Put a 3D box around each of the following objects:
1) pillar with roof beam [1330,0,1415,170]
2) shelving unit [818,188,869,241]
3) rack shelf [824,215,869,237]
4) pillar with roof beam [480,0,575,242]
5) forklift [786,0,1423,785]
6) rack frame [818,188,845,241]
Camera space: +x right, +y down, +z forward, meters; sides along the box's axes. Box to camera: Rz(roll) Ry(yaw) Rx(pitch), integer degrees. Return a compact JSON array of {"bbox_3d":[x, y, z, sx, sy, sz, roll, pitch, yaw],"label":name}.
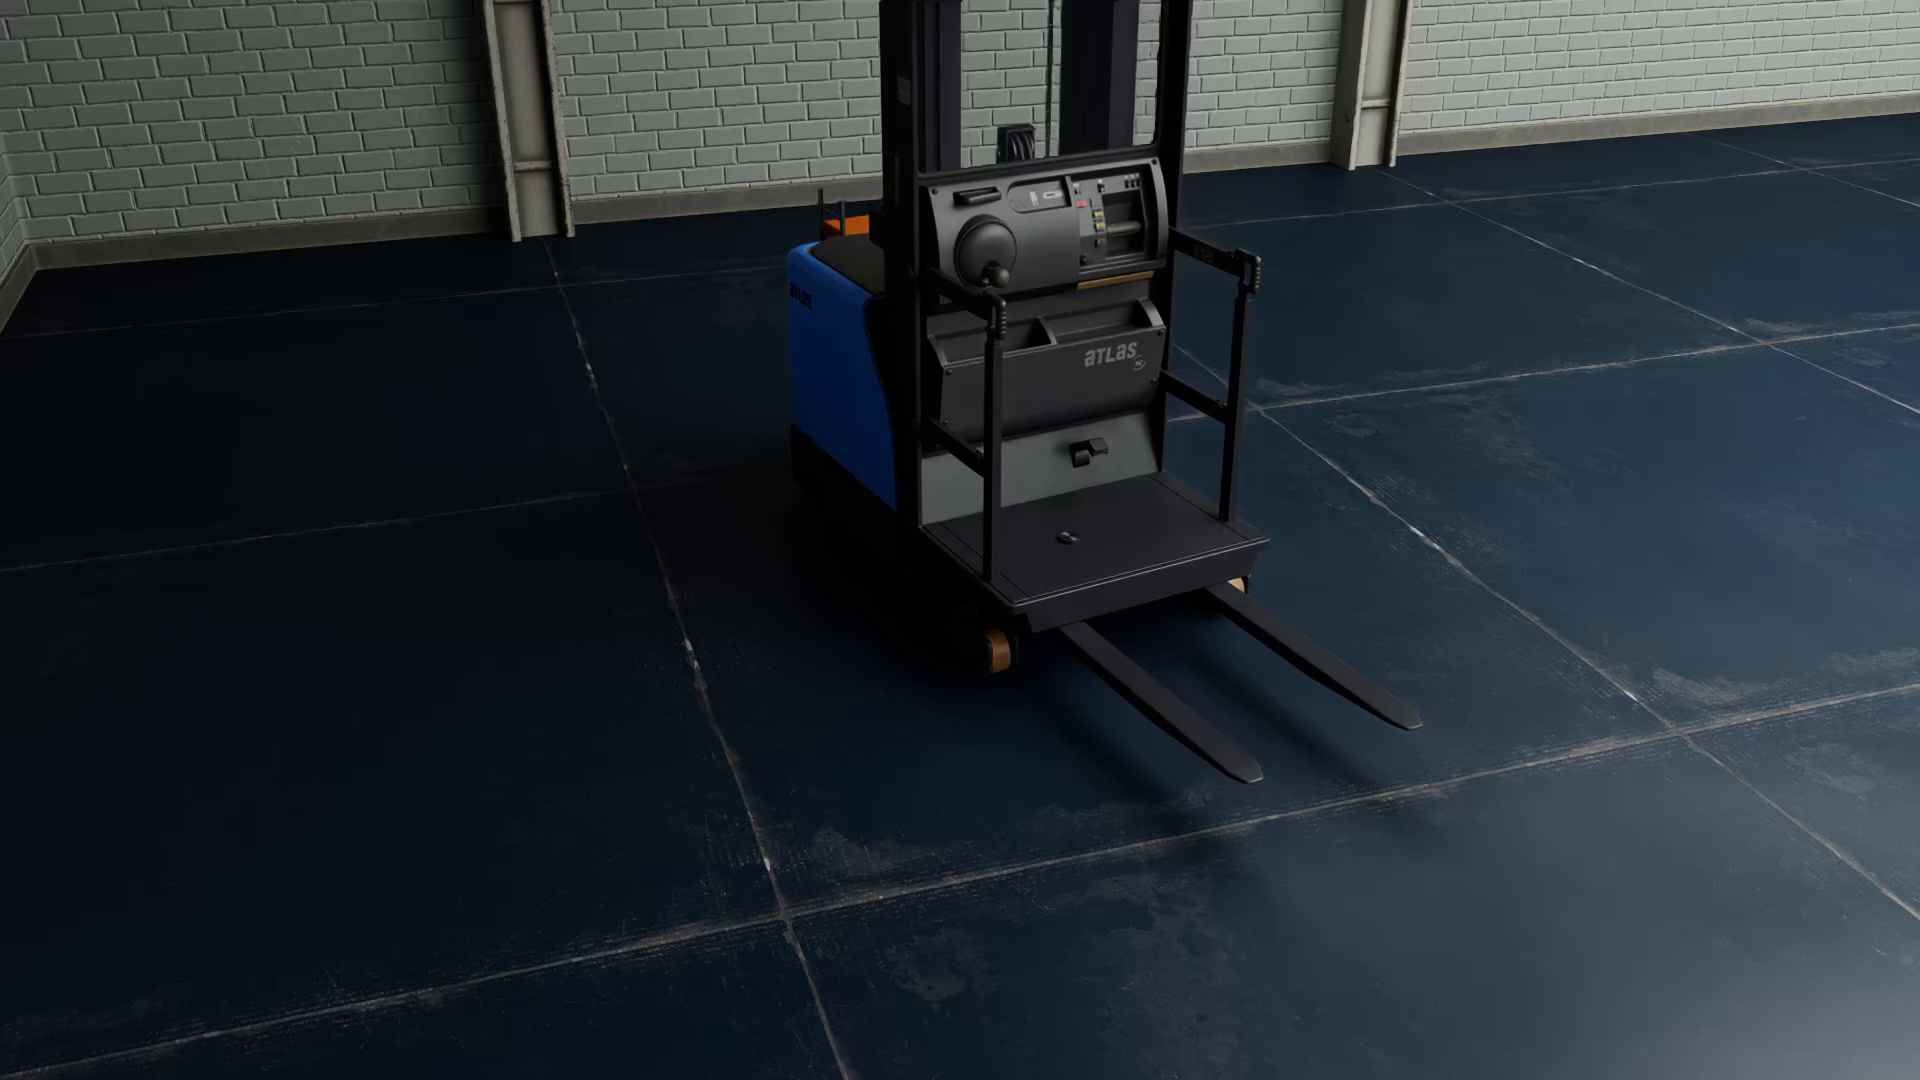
[{"bbox_3d":[4.331,-5.024,6.750,0.400,9.000,9.100,-8,28,-16],"label":"pillar with roof beam"},{"bbox_3d":[-0.323,-0.958,7.329,0.503,1.200,0.258,-13,29,-25],"label":"shelving unit"},{"bbox_3d":[-0.324,-1.311,7.156,0.480,0.148,0.258,-13,29,-25],"label":"rack shelf"},{"bbox_3d":[-1.374,-4.198,5.086,0.400,9.000,9.100,-8,28,-16],"label":"pillar with roof beam"},{"bbox_3d":[0.418,-1.070,5.609,1.130,2.935,3.031,-13,29,-25],"label":"forklift"},{"bbox_3d":[-0.539,-0.907,7.226,0.015,1.200,0.240,-13,29,-25],"label":"rack frame"}]
